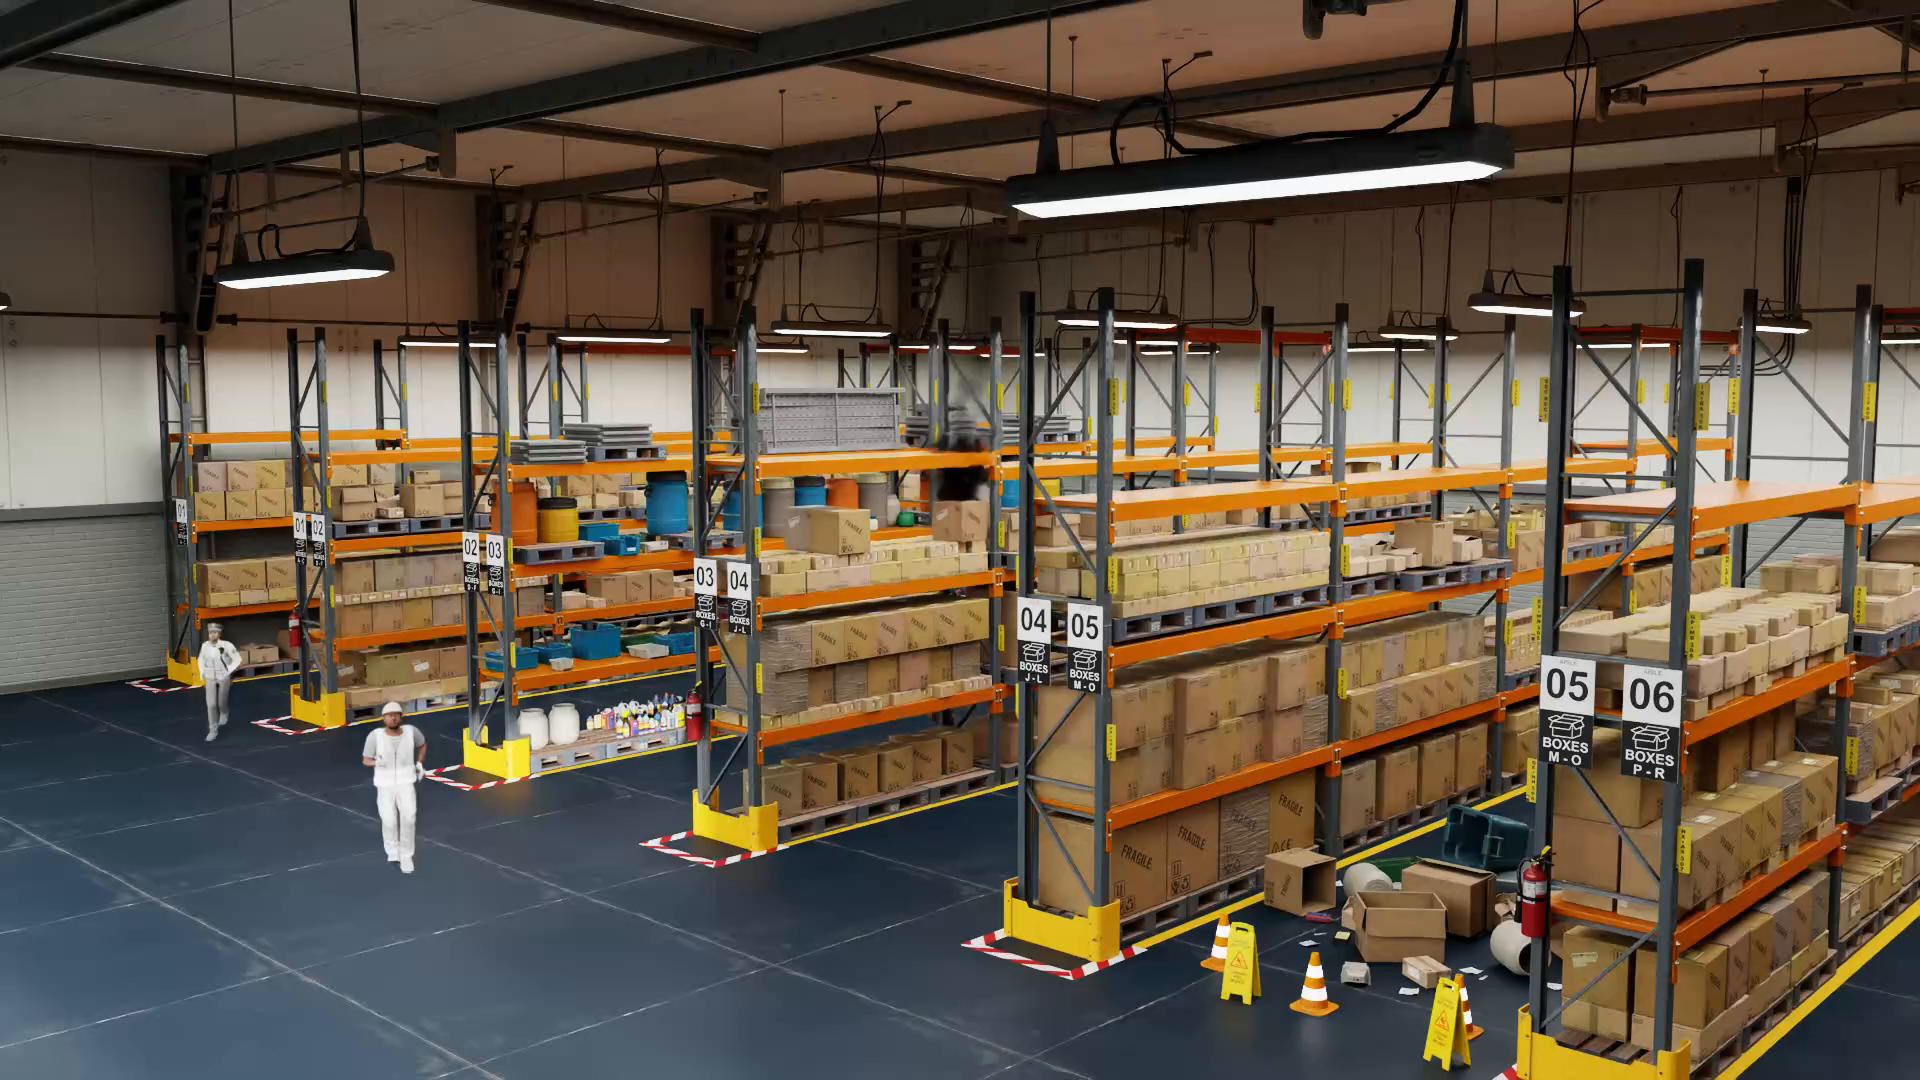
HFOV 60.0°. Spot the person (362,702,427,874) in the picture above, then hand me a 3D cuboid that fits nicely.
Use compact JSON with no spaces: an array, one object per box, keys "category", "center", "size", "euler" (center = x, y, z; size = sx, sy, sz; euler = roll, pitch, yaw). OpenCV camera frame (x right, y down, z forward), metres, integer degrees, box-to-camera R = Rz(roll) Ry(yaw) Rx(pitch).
[{"category":"person","center":[-5.979,2.628,17.633],"size":[0.654,1.826,0.702],"euler":[-2,6,-19]}]

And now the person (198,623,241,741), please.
[{"category":"person","center":[-10.871,2.040,24.451],"size":[0.629,1.709,0.754],"euler":[-1,5,-9]}]

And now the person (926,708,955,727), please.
[{"category":"person","center":[-0.193,2.132,23.564],"size":[0.514,1.638,0.624],"euler":[-5,7,-44]}]
